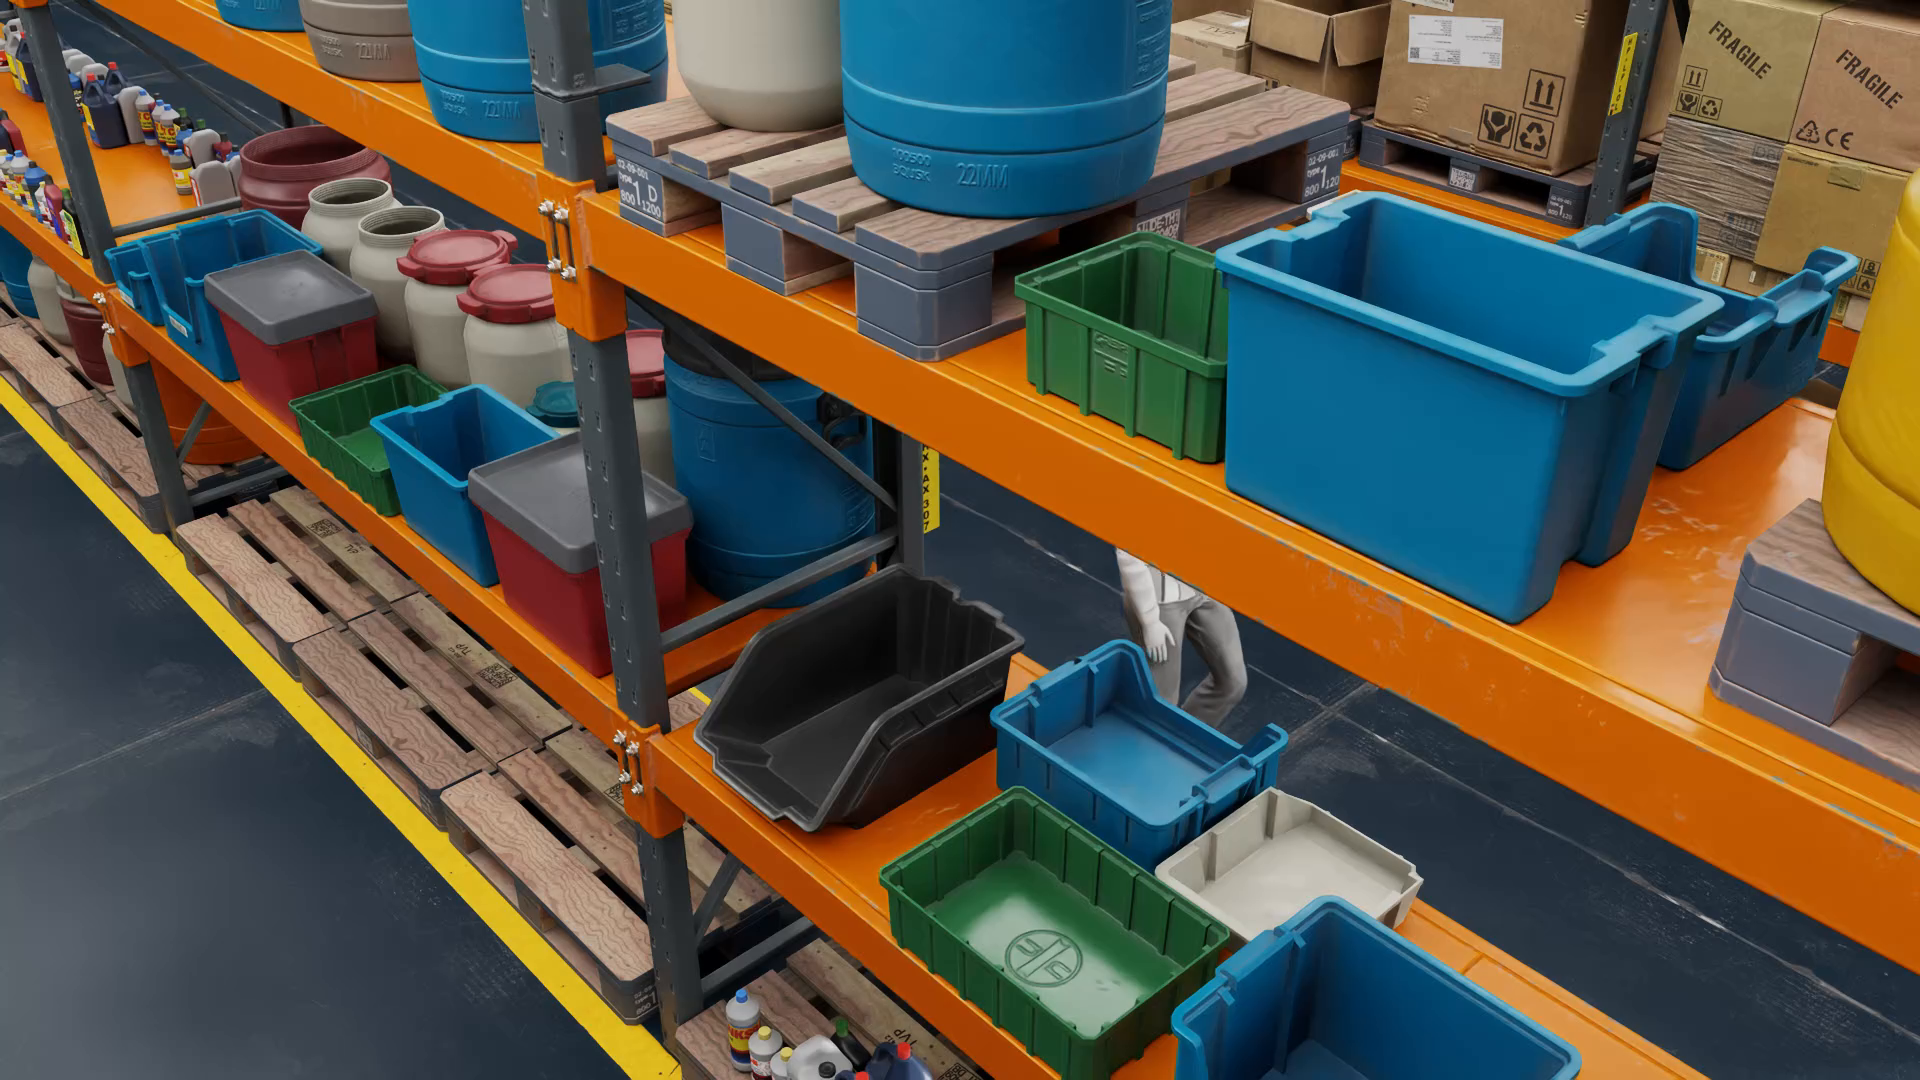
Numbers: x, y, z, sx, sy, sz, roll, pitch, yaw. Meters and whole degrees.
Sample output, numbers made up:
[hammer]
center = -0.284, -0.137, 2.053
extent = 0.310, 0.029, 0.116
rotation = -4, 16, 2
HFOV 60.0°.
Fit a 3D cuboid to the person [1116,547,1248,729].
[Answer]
[person]
center = 0.757, 0.223, 5.775
extent = 0.523, 1.730, 0.485
rotation = -28, 41, -37
